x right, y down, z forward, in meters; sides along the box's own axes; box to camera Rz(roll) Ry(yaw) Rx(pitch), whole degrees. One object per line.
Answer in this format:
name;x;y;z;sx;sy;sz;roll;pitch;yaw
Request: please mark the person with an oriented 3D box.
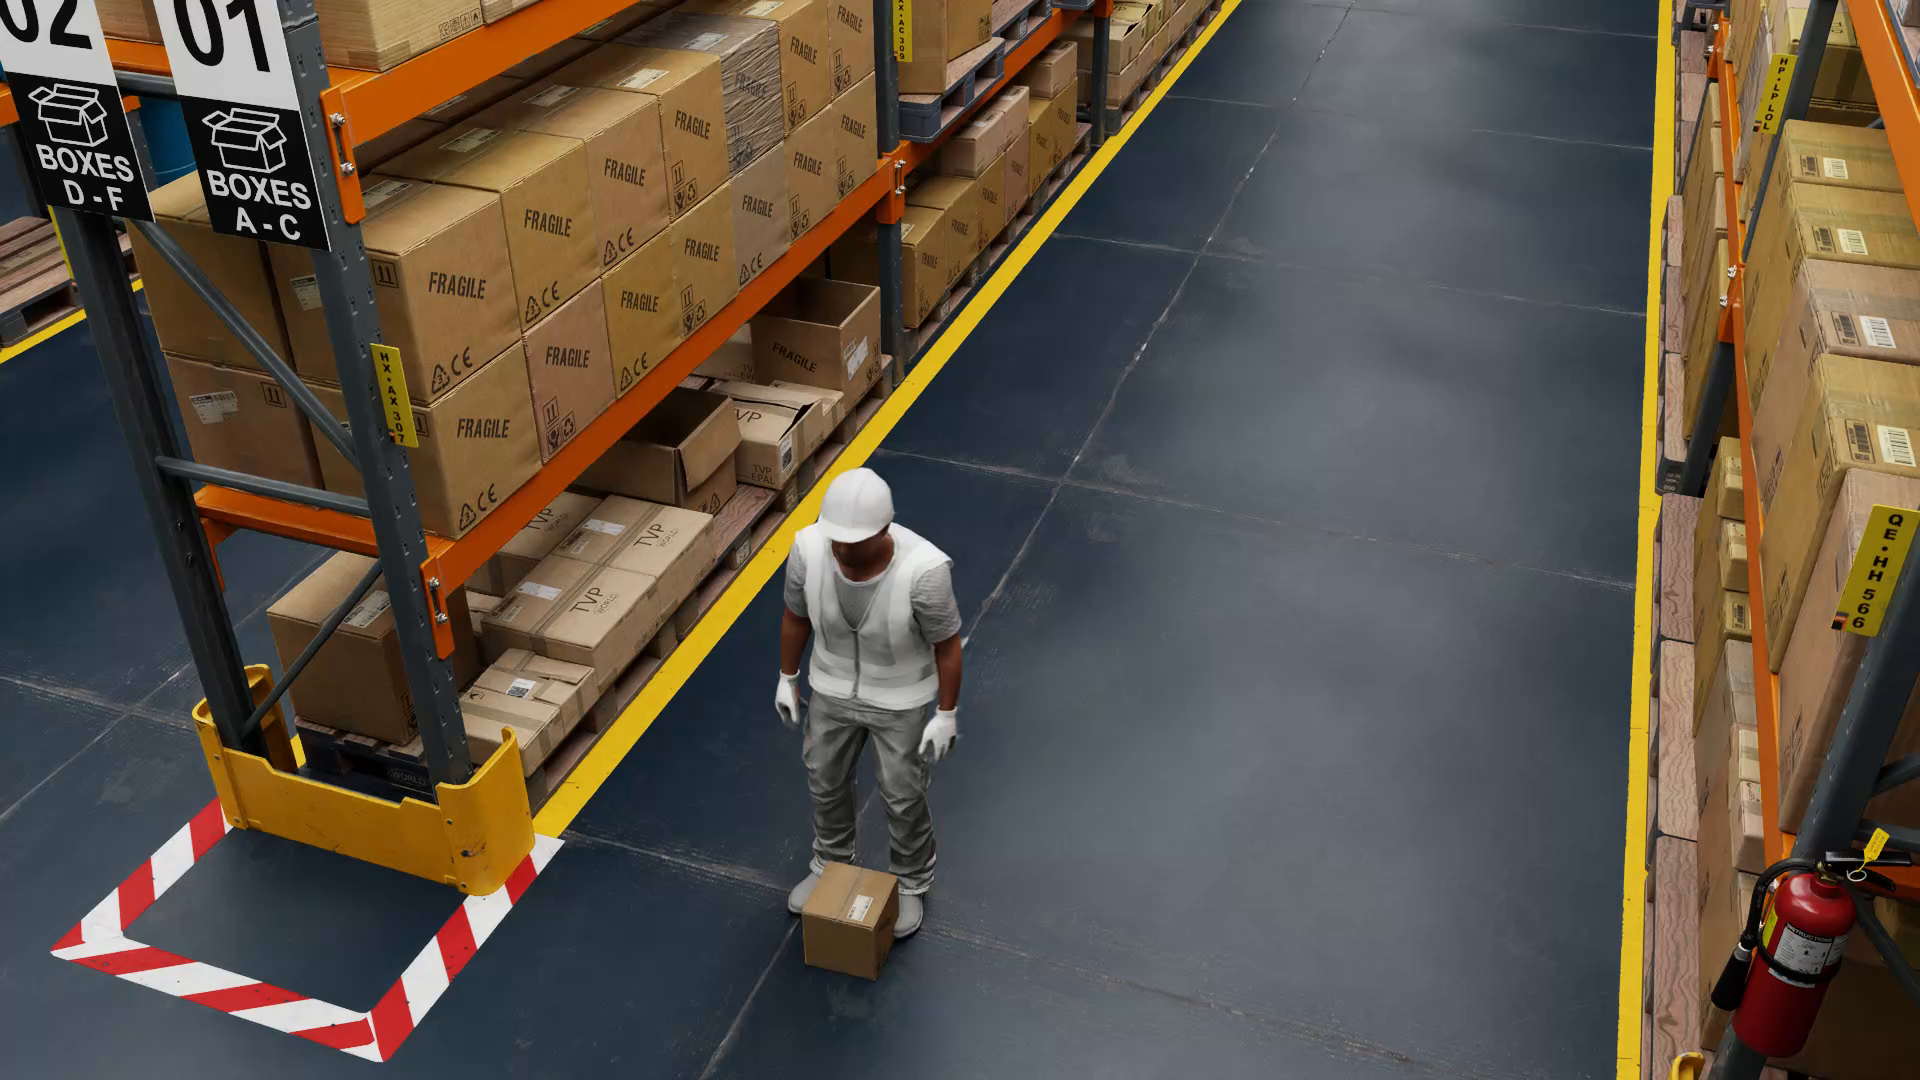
person;-0.298;0.515;5.336;0.616;1.774;0.450;11;35;16
